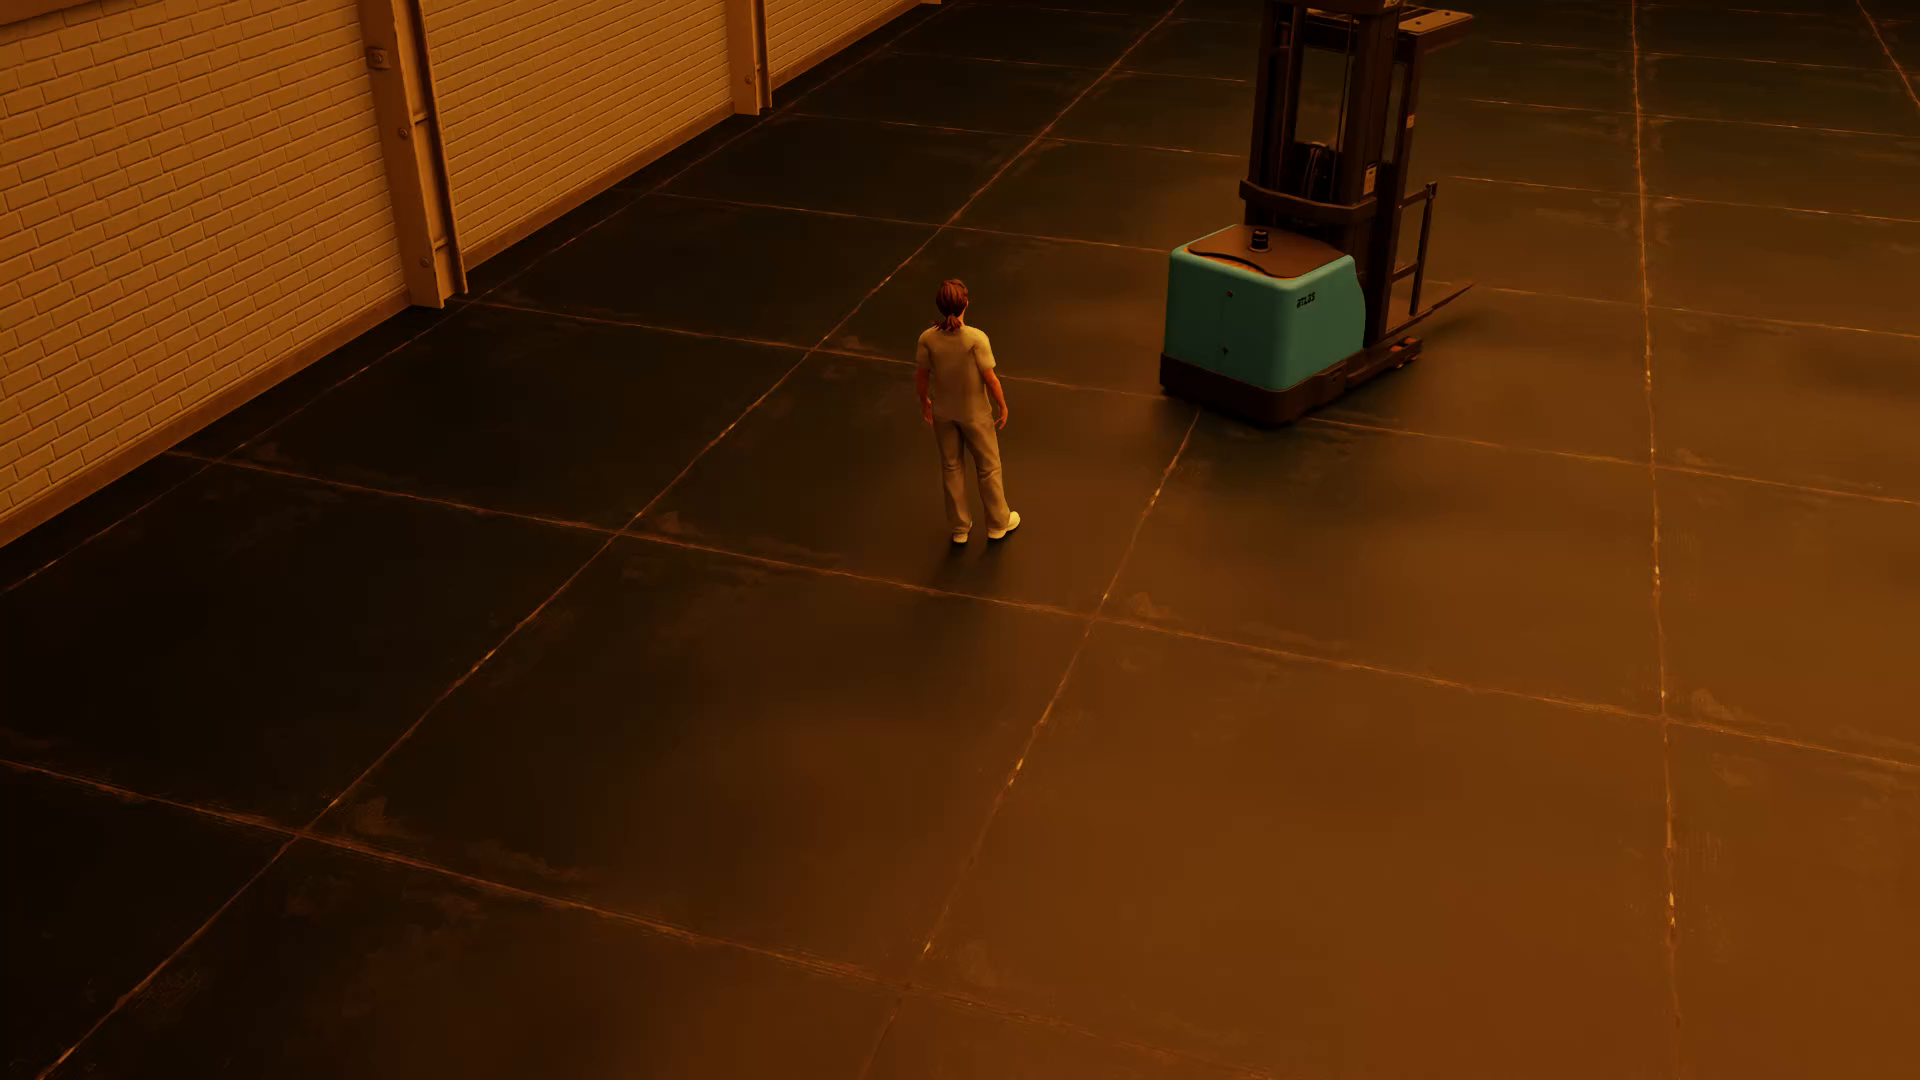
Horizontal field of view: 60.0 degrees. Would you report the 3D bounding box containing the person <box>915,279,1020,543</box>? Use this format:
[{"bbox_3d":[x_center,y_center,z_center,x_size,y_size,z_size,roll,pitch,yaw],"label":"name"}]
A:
[{"bbox_3d":[0.037,-0.767,9.734,0.549,1.673,0.548,10,31,16],"label":"person"}]

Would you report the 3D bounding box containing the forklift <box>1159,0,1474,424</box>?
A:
[{"bbox_3d":[2.811,-2.702,11.877,1.130,2.935,3.031,25,38,37],"label":"forklift"}]
